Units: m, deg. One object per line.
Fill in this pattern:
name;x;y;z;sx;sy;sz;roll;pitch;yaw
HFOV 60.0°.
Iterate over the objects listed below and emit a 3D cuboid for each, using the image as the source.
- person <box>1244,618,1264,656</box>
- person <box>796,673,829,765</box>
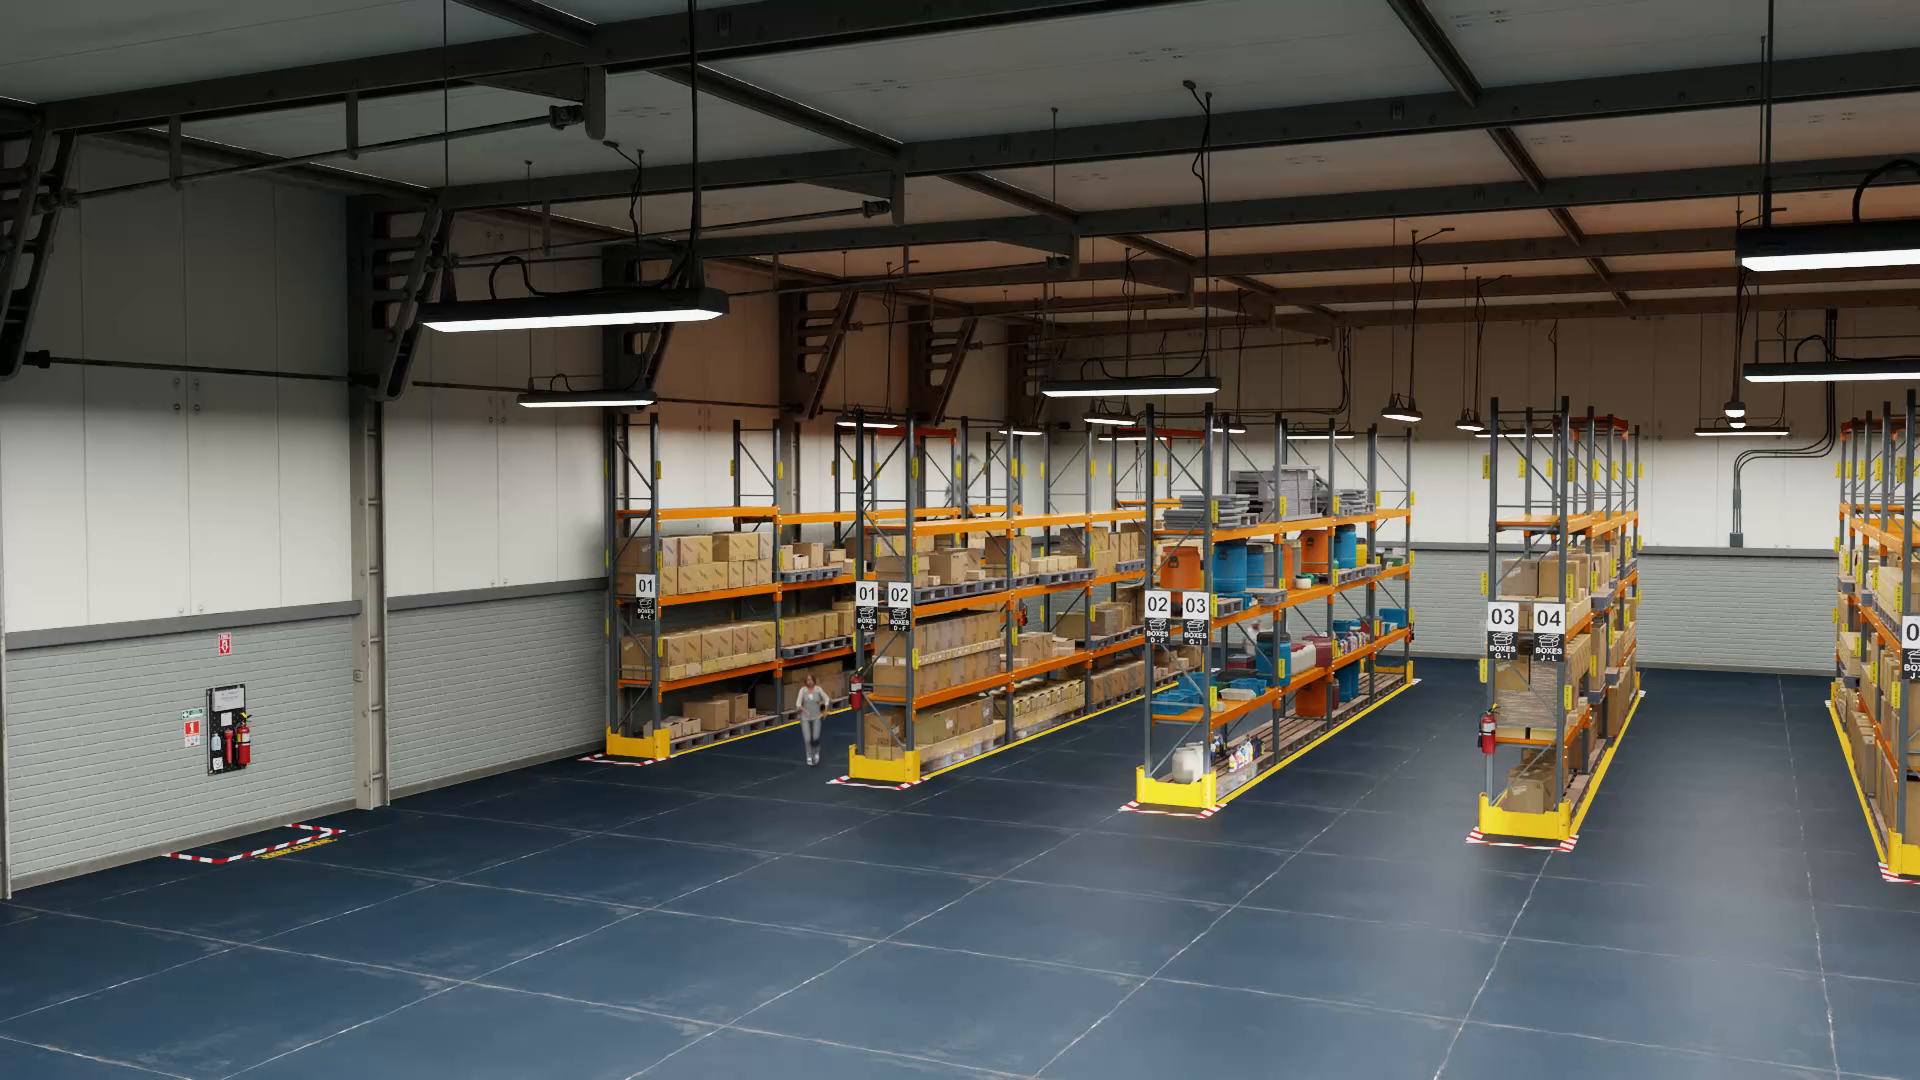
person;6.640;2.579;37.516;0.605;1.663;0.789;1;3;26
person;-2.492;3.028;28.042;0.561;1.562;0.600;0;2;-4
